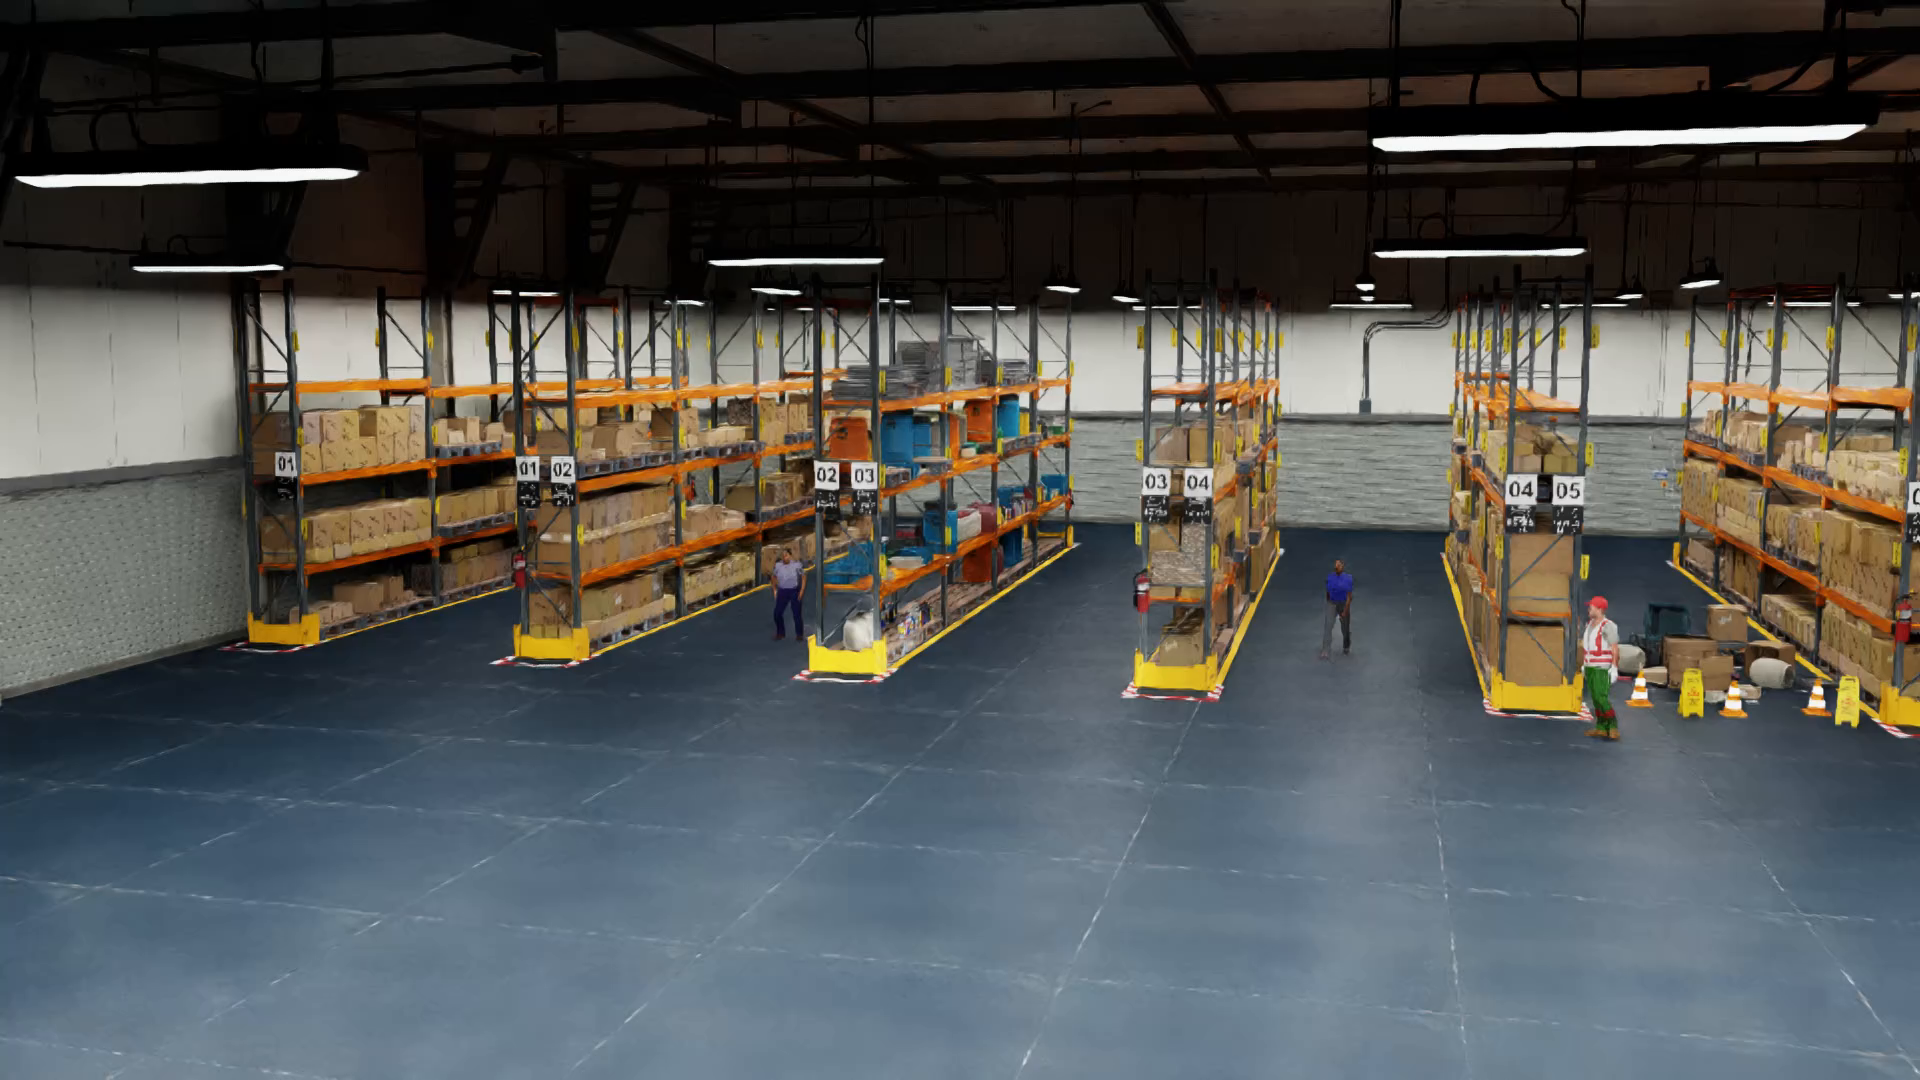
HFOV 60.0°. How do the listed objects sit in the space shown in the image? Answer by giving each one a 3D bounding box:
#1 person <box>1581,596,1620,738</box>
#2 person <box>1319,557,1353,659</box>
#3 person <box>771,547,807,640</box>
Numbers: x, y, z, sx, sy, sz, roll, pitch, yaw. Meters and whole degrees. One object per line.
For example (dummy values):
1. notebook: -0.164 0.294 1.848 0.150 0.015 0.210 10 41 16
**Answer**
1. person: 8.097 1.599 20.978 0.388 1.783 0.624 -2 7 -17
2. person: 5.976 1.061 26.233 0.443 1.587 1.000 3 7 23
3. person: -2.859 0.897 27.822 0.625 1.581 0.517 1 7 11
